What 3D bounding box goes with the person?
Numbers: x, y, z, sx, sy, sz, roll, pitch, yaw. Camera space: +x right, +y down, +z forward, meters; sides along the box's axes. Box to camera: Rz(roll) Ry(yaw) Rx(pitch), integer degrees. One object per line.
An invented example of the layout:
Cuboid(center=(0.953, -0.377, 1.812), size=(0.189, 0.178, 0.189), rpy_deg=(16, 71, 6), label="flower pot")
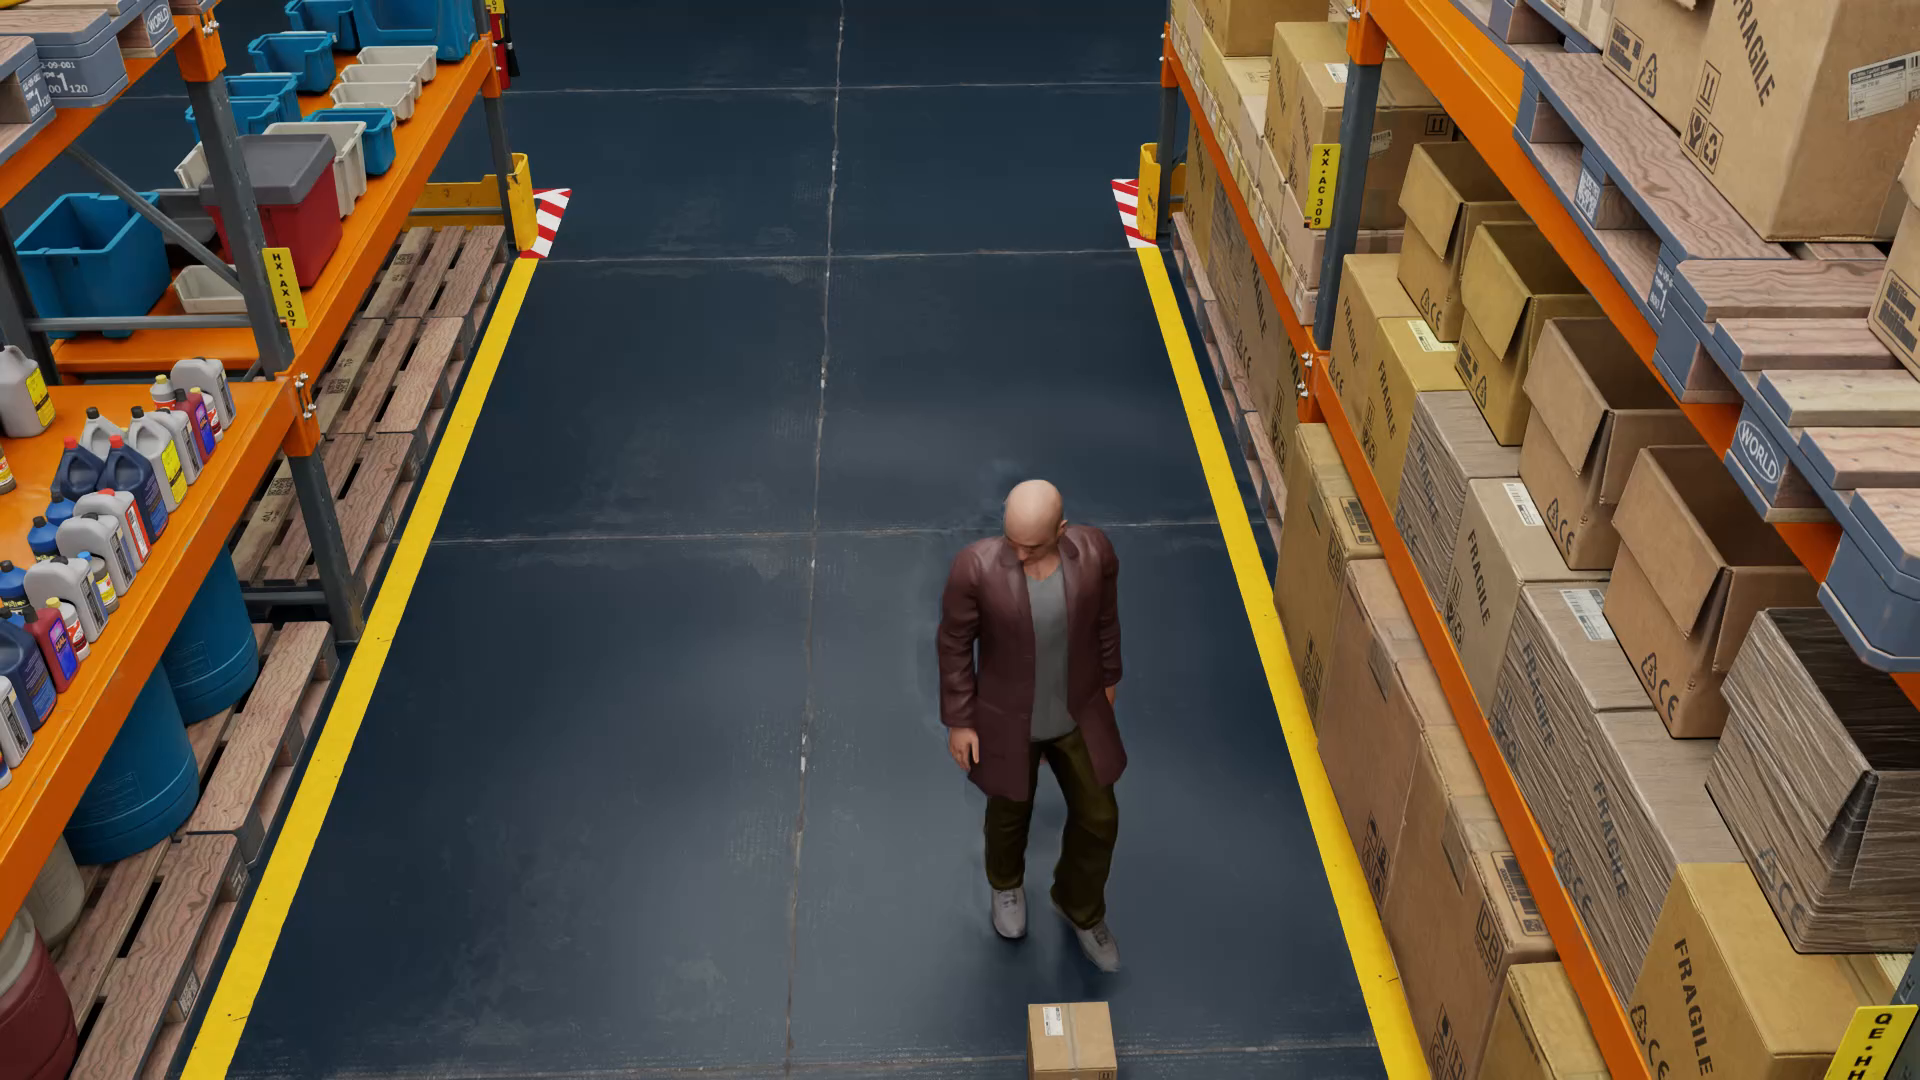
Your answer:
Cuboid(center=(0.256, 0.610, 5.286), size=(0.625, 1.824, 0.540), rpy_deg=(-7, 35, -10), label="person")
